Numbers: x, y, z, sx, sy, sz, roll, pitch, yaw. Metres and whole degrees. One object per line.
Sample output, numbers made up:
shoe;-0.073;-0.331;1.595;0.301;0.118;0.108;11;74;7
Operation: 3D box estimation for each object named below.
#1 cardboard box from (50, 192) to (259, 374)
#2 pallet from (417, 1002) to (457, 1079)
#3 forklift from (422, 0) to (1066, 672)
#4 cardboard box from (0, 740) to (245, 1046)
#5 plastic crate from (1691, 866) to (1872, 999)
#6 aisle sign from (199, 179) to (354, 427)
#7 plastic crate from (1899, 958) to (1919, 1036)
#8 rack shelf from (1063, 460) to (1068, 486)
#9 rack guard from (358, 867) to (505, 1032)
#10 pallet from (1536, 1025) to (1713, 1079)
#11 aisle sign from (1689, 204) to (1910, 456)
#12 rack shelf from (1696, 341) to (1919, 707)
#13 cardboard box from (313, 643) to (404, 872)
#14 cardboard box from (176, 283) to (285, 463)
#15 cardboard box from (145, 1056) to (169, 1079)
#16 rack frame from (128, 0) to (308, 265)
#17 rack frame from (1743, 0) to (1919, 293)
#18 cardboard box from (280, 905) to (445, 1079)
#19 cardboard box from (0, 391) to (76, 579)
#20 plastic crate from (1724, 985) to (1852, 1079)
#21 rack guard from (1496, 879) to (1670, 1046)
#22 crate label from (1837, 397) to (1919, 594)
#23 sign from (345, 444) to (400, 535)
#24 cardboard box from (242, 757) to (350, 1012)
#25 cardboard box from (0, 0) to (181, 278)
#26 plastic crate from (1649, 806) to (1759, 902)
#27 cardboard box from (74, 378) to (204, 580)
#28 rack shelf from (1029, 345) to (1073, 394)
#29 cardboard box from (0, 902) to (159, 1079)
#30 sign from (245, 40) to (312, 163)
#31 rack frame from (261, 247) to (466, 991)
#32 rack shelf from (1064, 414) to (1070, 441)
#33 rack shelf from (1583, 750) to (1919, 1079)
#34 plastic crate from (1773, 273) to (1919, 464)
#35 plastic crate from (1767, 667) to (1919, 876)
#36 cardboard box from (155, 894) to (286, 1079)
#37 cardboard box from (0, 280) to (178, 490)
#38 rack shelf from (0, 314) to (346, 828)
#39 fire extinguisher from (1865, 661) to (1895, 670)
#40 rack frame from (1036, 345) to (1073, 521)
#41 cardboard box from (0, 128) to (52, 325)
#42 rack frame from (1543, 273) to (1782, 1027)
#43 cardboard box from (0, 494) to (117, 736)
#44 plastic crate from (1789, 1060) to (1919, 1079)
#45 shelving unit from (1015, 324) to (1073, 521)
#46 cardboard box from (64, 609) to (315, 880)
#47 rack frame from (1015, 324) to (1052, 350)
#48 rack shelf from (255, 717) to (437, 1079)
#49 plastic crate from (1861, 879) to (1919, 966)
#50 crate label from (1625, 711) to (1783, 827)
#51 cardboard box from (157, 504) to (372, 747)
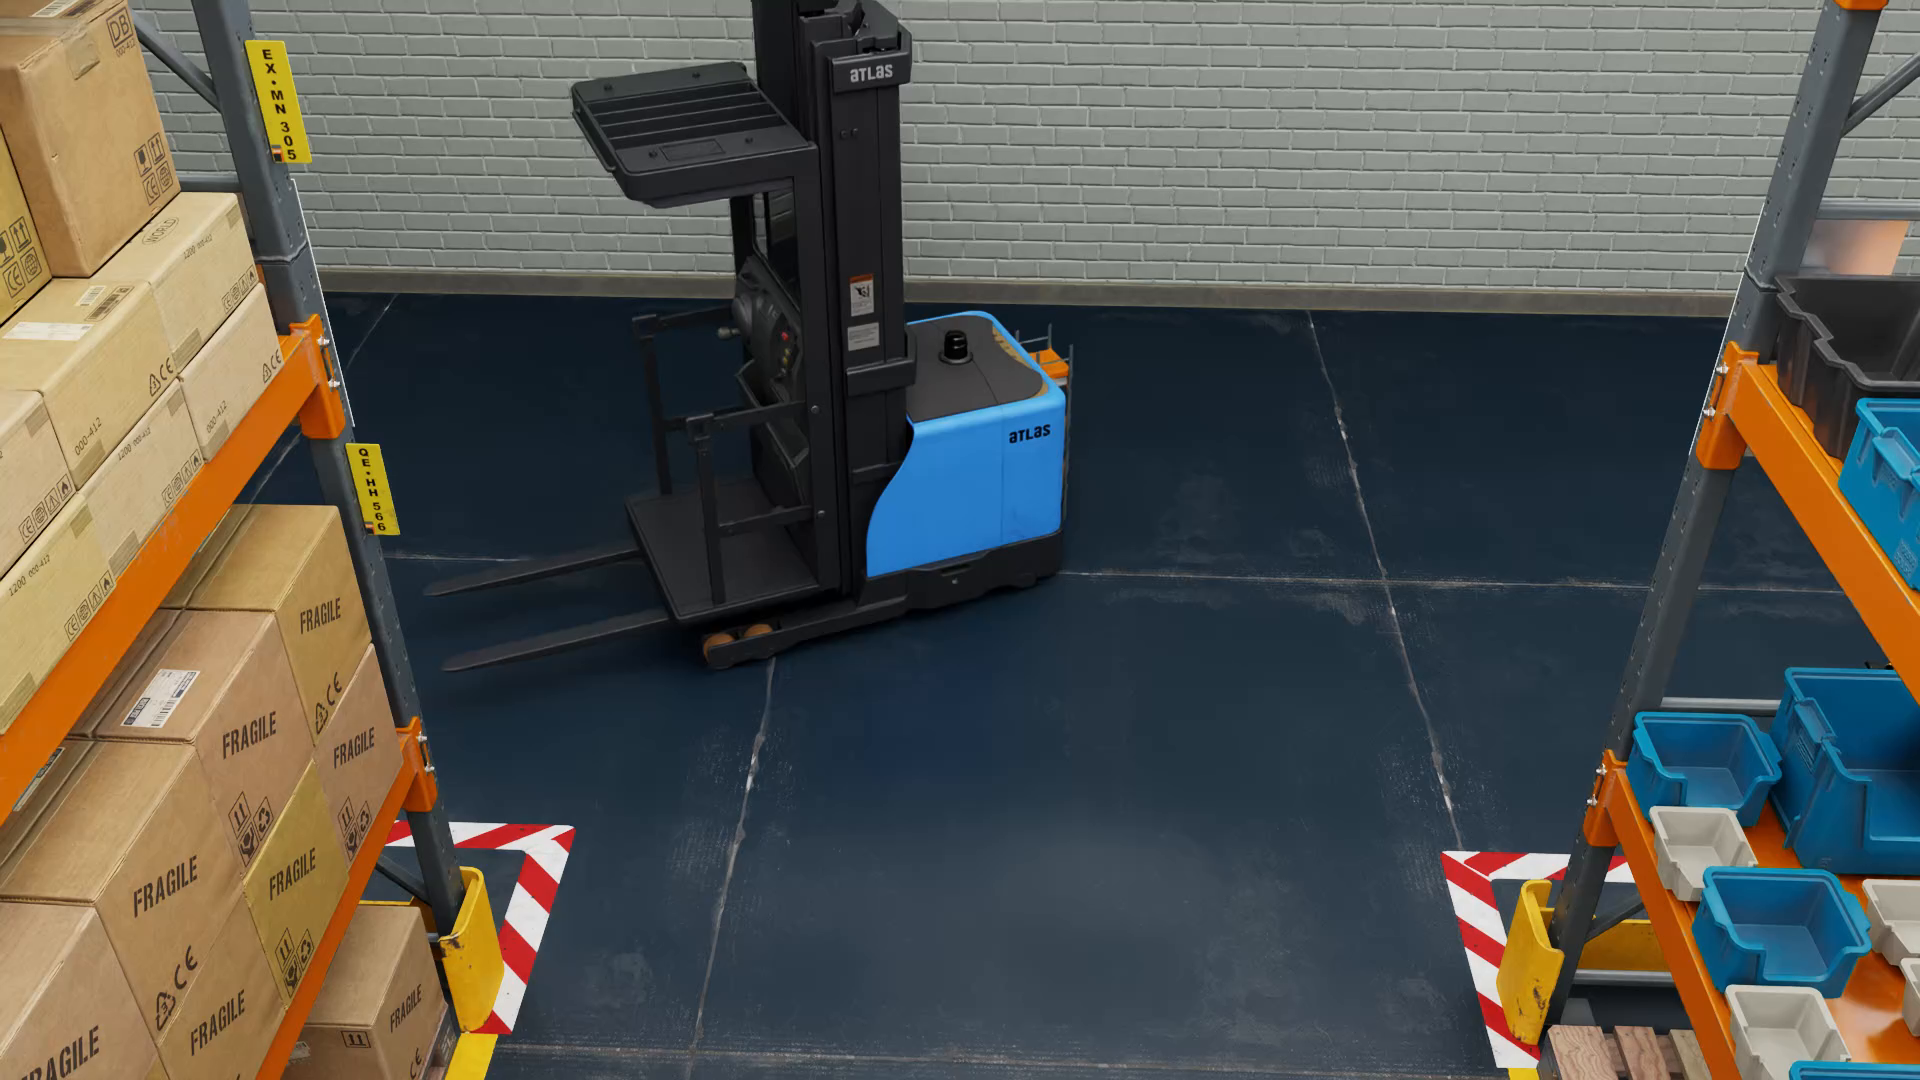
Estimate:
cardboard box;-2.091;-0.641;4.086;0.500;0.250;0.500;1;35;2
pallet;-2.359;2.071;5.566;1.003;0.211;1.213;1;35;2
forklift;-1.053;-0.937;7.480;3.031;2.935;1.130;-13;37;-18
cardboard box;-2.104;0.829;3.951;0.500;0.500;0.500;2;35;3
plastic crate;2.259;1.101;4.613;0.416;0.233;0.300;1;35;2
aisle sign;-2.016;-0.667;4.776;0.394;0.787;0.004;1;35;2
plastic crate;2.746;1.267;4.461;0.396;0.136;0.243;1;35;2
rack shelf;0.420;-0.344;8.773;0.215;0.259;0.240;-14;37;-19
rack guard;-2.328;1.495;6.134;1.175;0.500;0.348;1;35;2
pallet;2.552;2.159;5.441;1.003;0.211;1.213;1;35;2
aisle sign;2.330;-0.567;4.633;0.394;0.787;0.004;1;35;2
rack shelf;2.544;0.761;3.021;1.077;0.370;4.000;1;35;2
cardboard box;-2.071;0.651;5.074;0.500;0.500;0.500;2;35;3
cardboard box;-2.082;-0.436;4.230;0.500;0.250;0.500;1;35;2
cardboard box;-2.134;1.525;3.830;0.500;0.500;0.500;1;35;1
rack frame;-2.325;-2.026;3.753;1.000;3.000;0.127;1;35;2
rack frame;2.624;-1.910;3.587;1.000;3.000;0.127;1;35;2
cardboard box;-2.101;1.589;5.617;0.500;0.500;0.500;1;35;2
cardboard box;-2.135;-0.067;3.269;0.500;0.250;0.500;1;35;2
plastic crate;2.162;1.334;4.365;0.250;0.136;0.298;1;35;2
rack guard;2.612;1.553;6.051;1.175;0.500;0.348;1;35;2
crate label;2.264;-0.099;3.748;0.408;0.251;0.502;1;35;2
sign;-1.771;-0.150;5.019;0.100;0.325;0.005;1;35;2
cardboard box;-2.088;0.949;4.650;0.500;0.500;0.500;2;35;2
cardboard box;-2.329;-0.953;3.878;0.700;0.500;0.500;1;35;2
plastic crate;2.190;0.945;4.920;0.250;0.136;0.298;1;35;2
cardboard box;-2.113;-0.149;3.821;0.500;0.250;0.500;1;35;2
rack shelf;0.420;-0.803;8.450;0.215;0.259;0.240;-14;37;-19
cardboard box;-2.124;1.124;3.532;0.500;0.500;0.500;2;35;3
sign;-1.771;-1.137;4.326;0.100;0.325;0.005;1;35;2
rack frame;-2.325;0.428;5.478;1.000;3.000;0.127;1;35;2
rack shelf;0.420;-0.571;8.613;0.215;0.259;0.240;-14;37;-19
rack shelf;2.544;1.988;3.884;1.077;0.370;4.000;1;35;2
plastic crate;2.330;-0.414;4.181;0.497;0.269;0.590;1;35;2
plastic crate;2.797;0.702;5.005;0.616;0.435;0.499;1;35;2
cardboard box;-2.114;1.236;4.242;0.500;0.500;0.500;2;35;2
cardboard box;-2.111;-0.354;3.677;0.500;0.250;0.500;1;35;2
rack shelf;-2.405;0.644;3.187;1.077;0.370;4.000;1;35;2
fire extinguisher;3.084;0.653;5.550;0.296;0.674;0.183;1;35;2
rack frame;0.468;-0.515;8.516;0.200;1.050;0.008;-14;37;-19
cardboard box;-2.434;-0.668;3.472;0.700;0.500;0.500;1;35;2
rack frame;2.624;0.545;5.312;1.000;3.000;0.127;1;35;2
cardboard box;-2.120;0.138;3.412;0.500;0.250;0.500;1;35;2
plastic crate;2.232;1.479;4.075;0.416;0.233;0.300;1;35;2
shelving unit;0.420;-0.580;8.607;0.215;1.050;0.252;-14;37;-19
cardboard box;-2.088;0.531;4.375;0.500;0.500;0.500;2;35;3
rack frame;0.372;-0.644;8.699;0.200;1.050;0.008;-14;37;-19
rack shelf;-2.405;1.872;4.049;1.077;0.370;4.000;1;35;2
plastic crate;2.772;1.101;4.698;0.396;0.136;0.243;1;35;2
crate label;2.285;0.723;5.152;0.416;0.233;0.303;1;35;2
cardboard box;-2.068;0.240;4.788;0.500;0.500;0.500;1;35;1
